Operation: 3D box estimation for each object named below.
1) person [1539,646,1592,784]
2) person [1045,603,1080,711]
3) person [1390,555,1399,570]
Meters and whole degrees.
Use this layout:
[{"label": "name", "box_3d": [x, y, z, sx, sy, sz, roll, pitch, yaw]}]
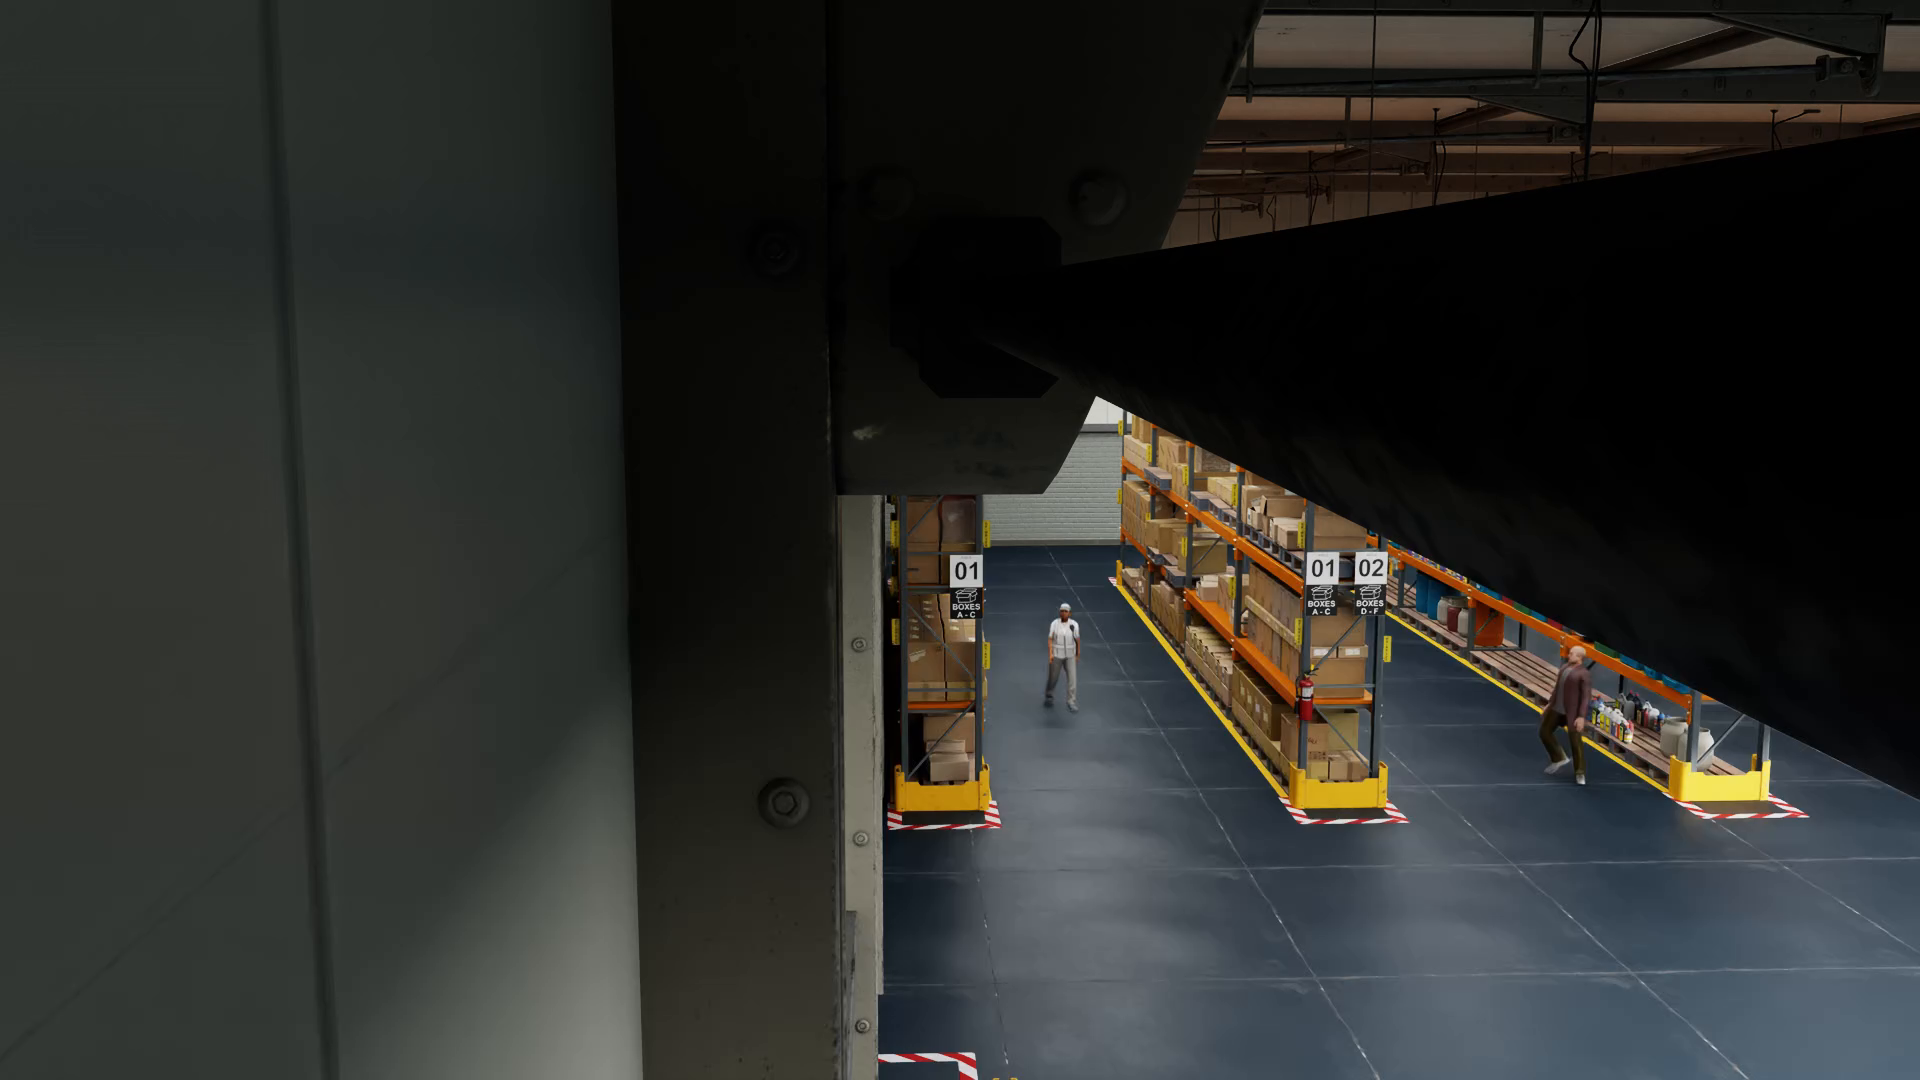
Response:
[{"label": "person", "box_3d": [7.958, 2.251, 21.738, 0.466, 1.776, 0.711, -6, 10, -33]}, {"label": "person", "box_3d": [1.589, 1.777, 25.565, 0.549, 1.614, 0.949, -2, 9, -14]}, {"label": "person", "box_3d": [10.210, -0.170, 38.613, 0.605, 1.848, 0.822, -1, 8, -7]}]
